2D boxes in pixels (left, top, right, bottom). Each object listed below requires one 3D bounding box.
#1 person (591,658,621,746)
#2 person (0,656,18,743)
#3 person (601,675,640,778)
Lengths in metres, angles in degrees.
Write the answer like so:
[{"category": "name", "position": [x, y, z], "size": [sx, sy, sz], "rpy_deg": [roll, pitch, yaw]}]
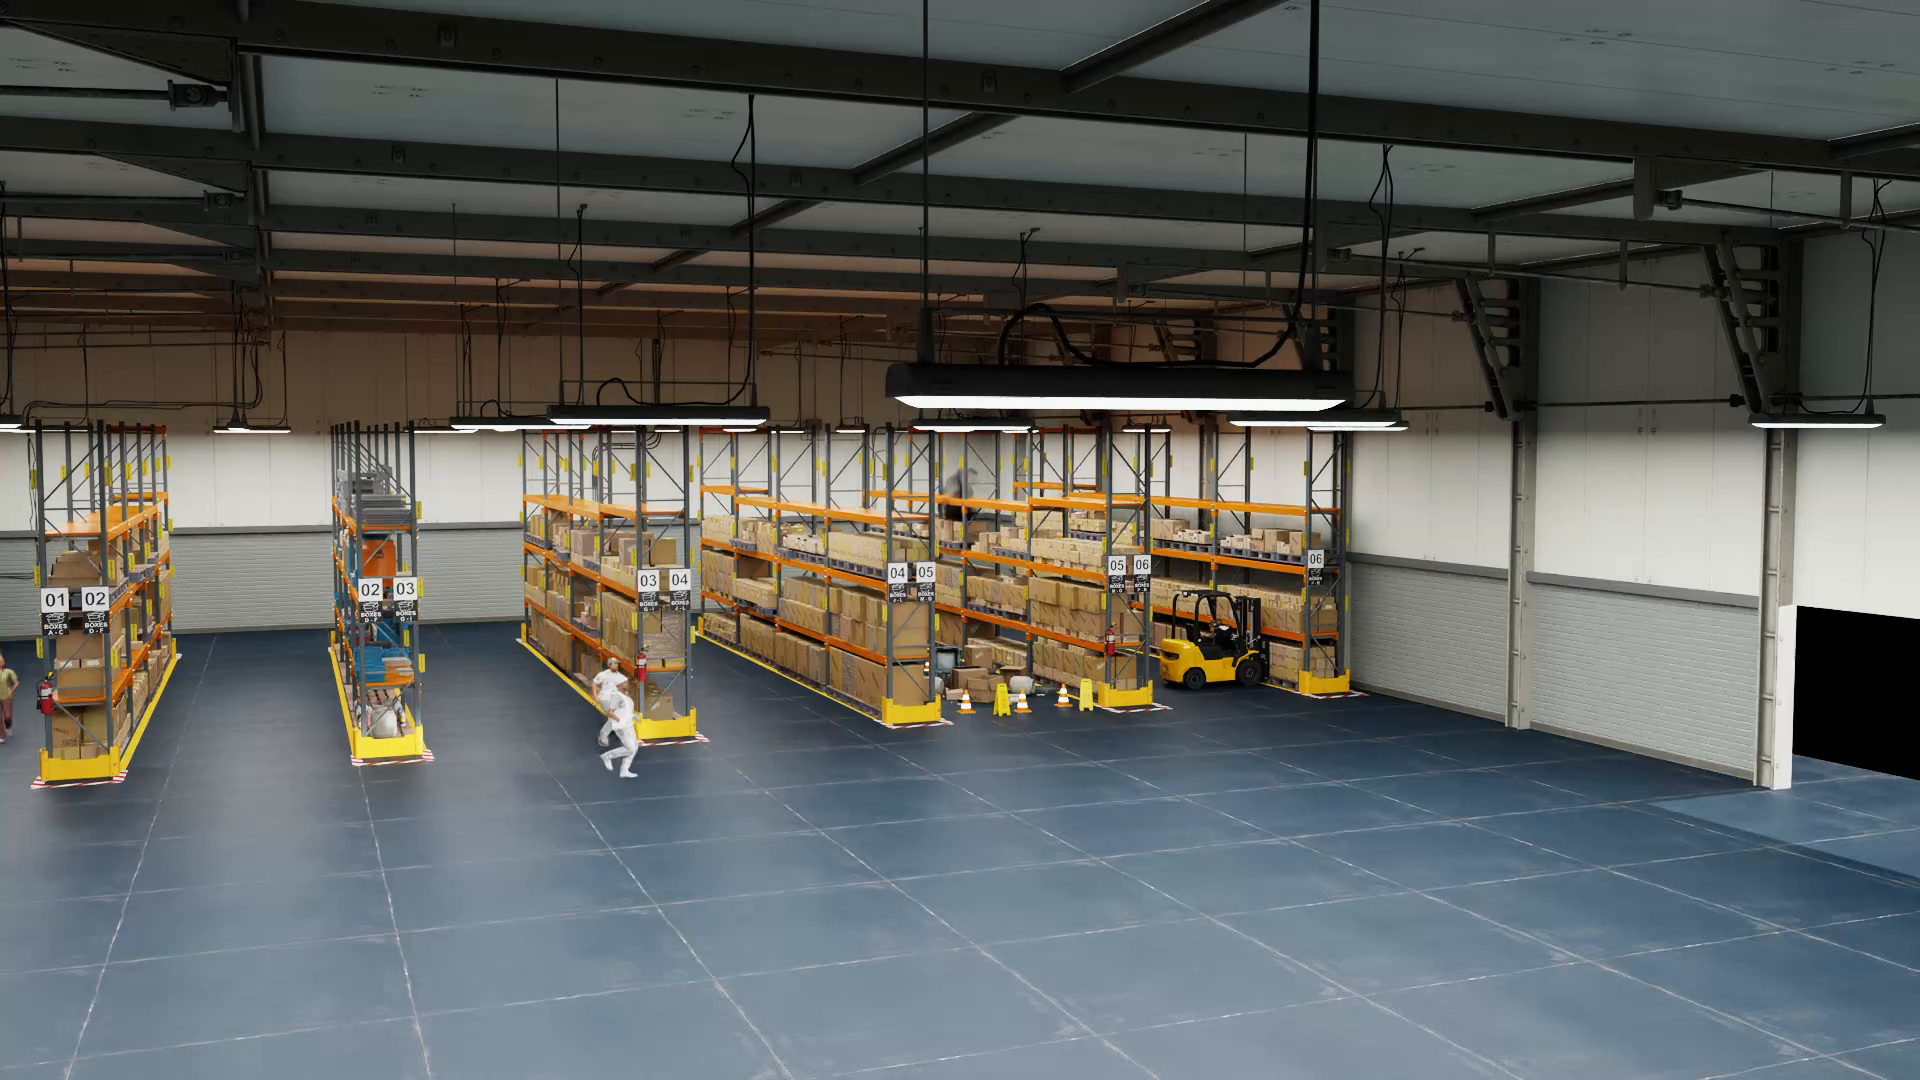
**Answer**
[{"category": "person", "position": [-6.416, 2.990, 30.768], "size": [0.581, 1.610, 0.606], "rpy_deg": [2, 4, 32]}, {"category": "person", "position": [-17.946, 2.964, 31.111], "size": [0.580, 1.619, 0.609], "rpy_deg": [-2, 4, -26]}, {"category": "person", "position": [-5.691, 3.117, 27.852], "size": [0.605, 1.735, 0.686], "rpy_deg": [0, 4, 3]}]
